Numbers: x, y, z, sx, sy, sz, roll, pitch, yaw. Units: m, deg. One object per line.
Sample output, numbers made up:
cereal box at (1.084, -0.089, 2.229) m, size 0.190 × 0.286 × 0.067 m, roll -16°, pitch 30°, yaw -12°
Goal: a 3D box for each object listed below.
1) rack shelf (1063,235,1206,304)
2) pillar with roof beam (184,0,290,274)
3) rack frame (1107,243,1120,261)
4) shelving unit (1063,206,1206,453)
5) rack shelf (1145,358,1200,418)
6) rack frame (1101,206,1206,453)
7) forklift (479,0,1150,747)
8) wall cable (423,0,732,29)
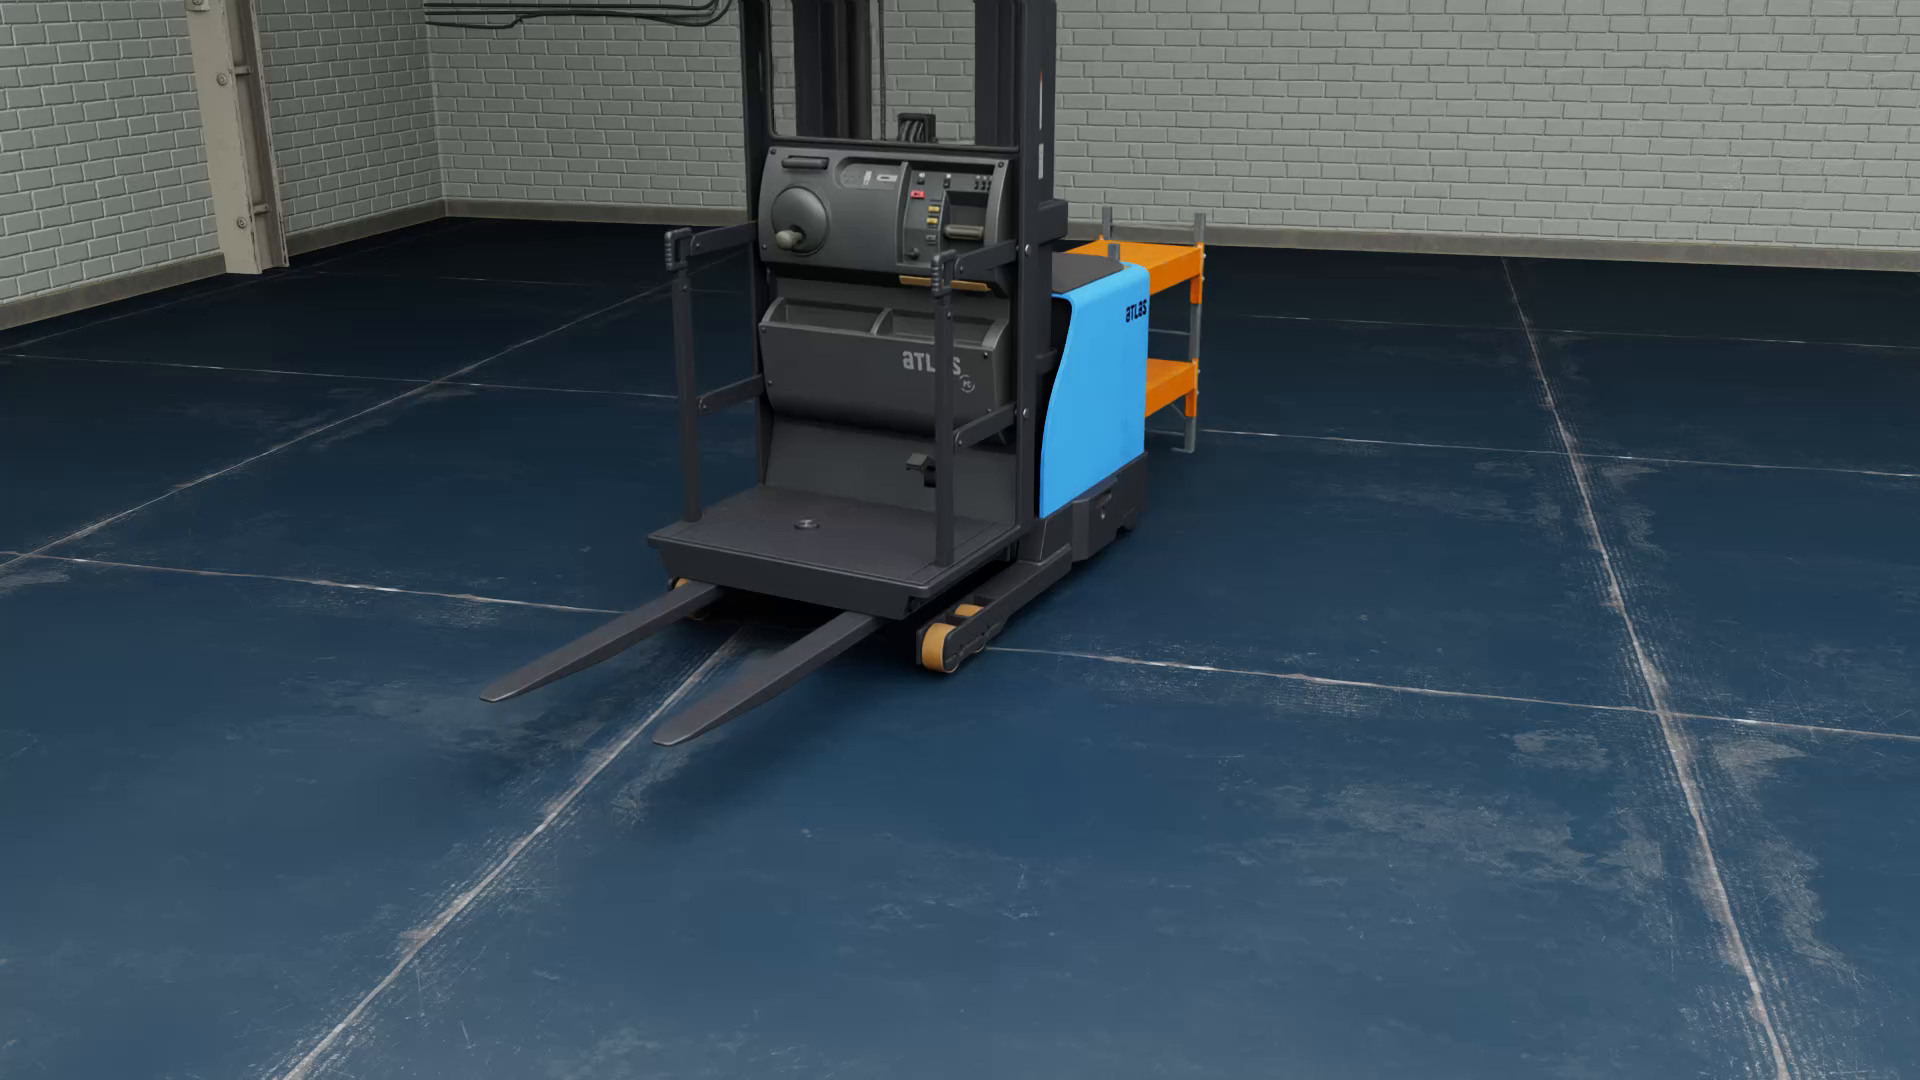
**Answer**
rack shelf at (0.655, -1.119, 7.319) m, size 0.538 × 0.278 × 1.000 m, roll 10°, pitch 21°, yaw 26°
pillar with roof beam at (-1.234, -6.002, 10.339) m, size 9.100 × 9.000 × 0.400 m, roll 5°, pitch 19°, yaw 13°
rack frame at (0.419, -0.697, 6.987) m, size 0.500 × 1.125 × 0.032 m, roll 10°, pitch 21°, yaw 26°
shelving unit at (0.655, -0.842, 7.413) m, size 0.538 × 1.125 × 1.048 m, roll 10°, pitch 21°, yaw 26°
rack shelf at (0.655, -0.611, 7.492) m, size 0.538 × 0.278 × 1.000 m, roll 10°, pitch 21°, yaw 26°
rack frame at (0.890, -0.988, 7.839) m, size 0.500 × 1.125 × 0.032 m, roll 10°, pitch 21°, yaw 26°
forklift at (-0.365, -1.116, 5.419) m, size 1.130 × 2.935 × 3.031 m, roll 10°, pitch 21°, yaw 26°
wall cable at (-3.407, -5.692, 14.234) m, size 3.097 × 2.526 × 0.112 m, roll 5°, pitch 19°, yaw 13°
